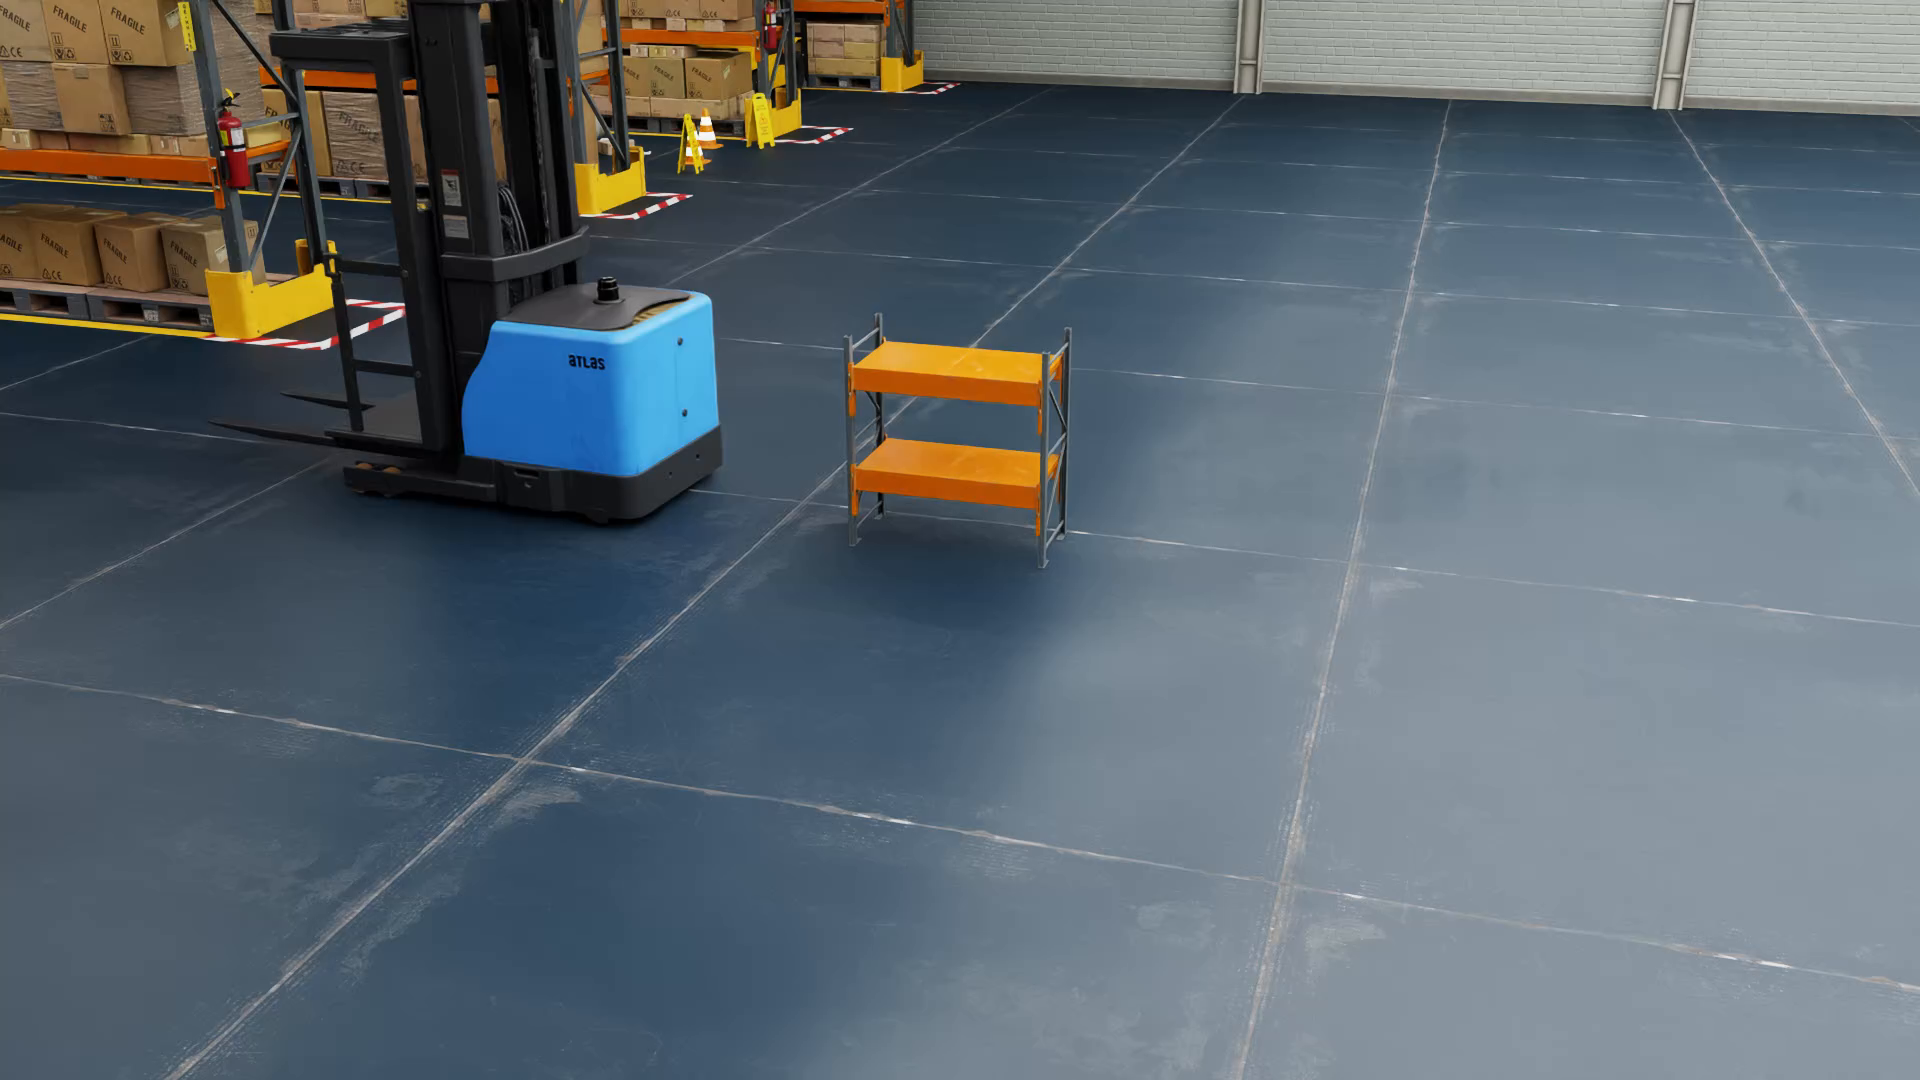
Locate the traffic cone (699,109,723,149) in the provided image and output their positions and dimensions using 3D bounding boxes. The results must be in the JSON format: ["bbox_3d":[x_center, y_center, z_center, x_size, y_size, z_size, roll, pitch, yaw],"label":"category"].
[{"bbox_3d":[-3.141,-5.109,20.616,0.334,0.463,0.336,7,23,16],"label":"traffic cone"}]

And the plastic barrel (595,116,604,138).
[{"bbox_3d":[-4.772,-5.189,20.862,0.512,0.421,0.421,-14,26,-30],"label":"plastic barrel"}]

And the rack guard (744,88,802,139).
[{"bbox_3d":[-2.430,-5.556,21.657,0.348,0.500,1.175,7,23,16],"label":"rack guard"}]

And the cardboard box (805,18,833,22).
[{"bbox_3d":[-2.287,-8.127,26.382,0.500,0.250,0.500,6,23,15],"label":"cardboard box"}]

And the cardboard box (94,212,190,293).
[{"bbox_3d":[-6.395,-2.269,13.090,0.500,0.500,0.500,13,26,29],"label":"cardboard box"}]

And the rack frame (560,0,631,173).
[{"bbox_3d":[-3.690,-4.895,16.751,0.127,3.000,1.000,7,23,16],"label":"rack frame"}]

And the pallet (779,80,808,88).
[{"bbox_3d":[-2.835,-7.421,26.584,1.213,0.211,1.003,7,23,15],"label":"pallet"}]

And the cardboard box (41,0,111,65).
[{"bbox_3d":[-6.298,-3.774,12.176,0.500,0.500,0.500,7,23,16],"label":"cardboard box"}]

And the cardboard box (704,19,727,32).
[{"bbox_3d":[-3.051,-6.539,21.090,0.250,0.149,0.380,6,23,15],"label":"cardboard box"}]

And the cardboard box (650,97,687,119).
[{"bbox_3d":[-3.702,-5.677,21.728,0.500,0.250,0.500,7,23,16],"label":"cardboard box"}]

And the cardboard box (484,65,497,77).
[{"bbox_3d":[-4.591,-5.041,16.909,0.550,0.550,0.875,7,23,16],"label":"cardboard box"}]

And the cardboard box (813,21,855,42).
[{"bbox_3d":[-1.948,-7.884,25.790,0.500,0.250,0.500,7,23,16],"label":"cardboard box"}]

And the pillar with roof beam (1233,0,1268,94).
[{"bbox_3d":[3.168,-9.466,19.989,0.400,9.000,9.100,7,23,16],"label":"pillar with roof beam"}]

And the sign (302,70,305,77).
[{"bbox_3d":[-5.063,-3.702,12.701,0.005,0.325,0.100,7,23,16],"label":"sign"}]

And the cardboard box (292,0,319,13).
[{"bbox_3d":[-6.616,-5.831,17.413,0.550,0.550,0.875,7,23,16],"label":"cardboard box"}]

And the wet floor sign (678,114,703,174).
[{"bbox_3d":[-3.090,-4.522,18.944,0.232,0.644,0.267,3,22,6],"label":"wet floor sign"}]

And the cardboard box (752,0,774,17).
[{"bbox_3d":[-2.730,-7.041,21.459,0.500,0.500,0.500,6,23,15],"label":"cardboard box"}]

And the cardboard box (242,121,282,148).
[{"bbox_3d":[-5.423,-3.106,12.720,0.250,0.149,0.380,7,23,16],"label":"cardboard box"}]

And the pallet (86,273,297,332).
[{"bbox_3d":[-6.060,-1.924,13.183,1.213,0.211,1.003,7,23,16],"label":"pallet"}]

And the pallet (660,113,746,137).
[{"bbox_3d":[-3.197,-5.525,21.960,1.213,0.211,1.003,7,23,16],"label":"pallet"}]

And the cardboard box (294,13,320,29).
[{"bbox_3d":[-6.630,-5.315,17.576,0.550,0.550,0.875,7,23,16],"label":"cardboard box"}]

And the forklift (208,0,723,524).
[{"bbox_3d":[-2.948,-1.774,9.233,3.031,2.935,1.130,8,24,19],"label":"forklift"}]

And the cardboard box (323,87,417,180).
[{"bbox_3d":[-6.073,-4.353,17.676,0.875,0.875,0.875,7,23,16],"label":"cardboard box"}]

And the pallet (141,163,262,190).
[{"bbox_3d":[-8.280,-4.101,18.489,1.213,0.211,1.003,7,23,16],"label":"pallet"}]

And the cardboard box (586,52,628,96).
[{"bbox_3d":[-4.688,-6.138,21.862,0.500,0.500,0.500,8,24,18],"label":"cardboard box"}]

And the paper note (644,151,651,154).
[{"bbox_3d":[-3.837,-4.711,20.215,0.142,0.019,0.148,-1,22,-3],"label":"paper note"}]

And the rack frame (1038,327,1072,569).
[{"bbox_3d":[0.480,-0.465,8.422,0.032,1.125,0.500,7,23,16],"label":"rack frame"}]

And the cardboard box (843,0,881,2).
[{"bbox_3d":[-1.474,-8.513,25.440,0.500,0.500,0.500,6,23,14],"label":"cardboard box"}]

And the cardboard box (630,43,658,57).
[{"bbox_3d":[-4.061,-6.341,21.503,0.250,0.149,0.380,8,23,18],"label":"cardboard box"}]

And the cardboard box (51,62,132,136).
[{"bbox_3d":[-6.251,-3.369,12.508,0.500,0.500,0.875,7,23,16],"label":"cardboard box"}]

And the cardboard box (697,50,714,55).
[{"bbox_3d":[-3.574,-6.221,22.064,0.500,0.500,0.500,6,23,14],"label":"cardboard box"}]

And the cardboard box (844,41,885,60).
[{"bbox_3d":[-1.483,-7.602,25.760,0.500,0.250,0.500,6,23,15],"label":"cardboard box"}]

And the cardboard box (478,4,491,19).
[{"bbox_3d":[-4.587,-5.546,16.716,0.550,0.550,0.875,7,23,16],"label":"cardboard box"}]

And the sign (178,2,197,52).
[{"bbox_3d":[-5.399,-3.586,11.619,0.005,0.325,0.100,7,23,16],"label":"sign"}]

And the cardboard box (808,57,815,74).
[{"bbox_3d":[-2.417,-7.483,26.131,0.500,0.250,0.500,7,23,16],"label":"cardboard box"}]

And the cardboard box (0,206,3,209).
[{"bbox_3d":[-8.127,-2.462,13.560,0.500,0.500,0.500,15,27,32],"label":"cardboard box"}]

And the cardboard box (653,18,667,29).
[{"bbox_3d":[-3.750,-6.671,21.412,0.250,0.149,0.380,7,23,16],"label":"cardboard box"}]

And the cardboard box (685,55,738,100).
[{"bbox_3d":[-3.199,-5.967,21.445,0.500,0.500,0.500,7,23,16],"label":"cardboard box"}]

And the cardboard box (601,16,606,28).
[{"bbox_3d":[-4.506,-6.715,21.518,0.250,0.149,0.380,6,23,15],"label":"cardboard box"}]

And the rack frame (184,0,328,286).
[{"bbox_3d":[-5.219,-3.104,12.385,0.127,3.000,1.000,7,23,16],"label":"rack frame"}]

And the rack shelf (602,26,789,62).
[{"bbox_3d":[-4.272,-6.591,21.833,4.000,0.370,1.077,7,23,16],"label":"rack shelf"}]

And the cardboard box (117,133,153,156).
[{"bbox_3d":[-6.045,-2.980,12.414,0.250,0.149,0.380,7,23,16],"label":"cardboard box"}]

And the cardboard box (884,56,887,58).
[{"bbox_3d":[-1.340,-7.555,26.307,0.500,0.250,0.500,7,23,16],"label":"cardboard box"}]

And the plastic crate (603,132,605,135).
[{"bbox_3d":[-4.920,-5.322,21.640,0.583,0.080,0.402,-1,22,-3],"label":"plastic crate"}]

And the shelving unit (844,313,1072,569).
[{"bbox_3d":[-0.006,-0.521,8.558,1.048,1.125,0.538,7,23,16],"label":"shelving unit"}]

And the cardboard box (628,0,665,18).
[{"bbox_3d":[-3.912,-6.961,21.263,0.500,0.500,0.500,6,23,15],"label":"cardboard box"}]

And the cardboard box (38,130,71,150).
[{"bbox_3d":[-6.753,-3.075,12.645,0.250,0.149,0.380,7,23,16],"label":"cardboard box"}]

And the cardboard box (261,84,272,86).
[{"bbox_3d":[-9.478,-6.494,23.559,0.625,0.372,0.950,5,23,12],"label":"cardboard box"}]
